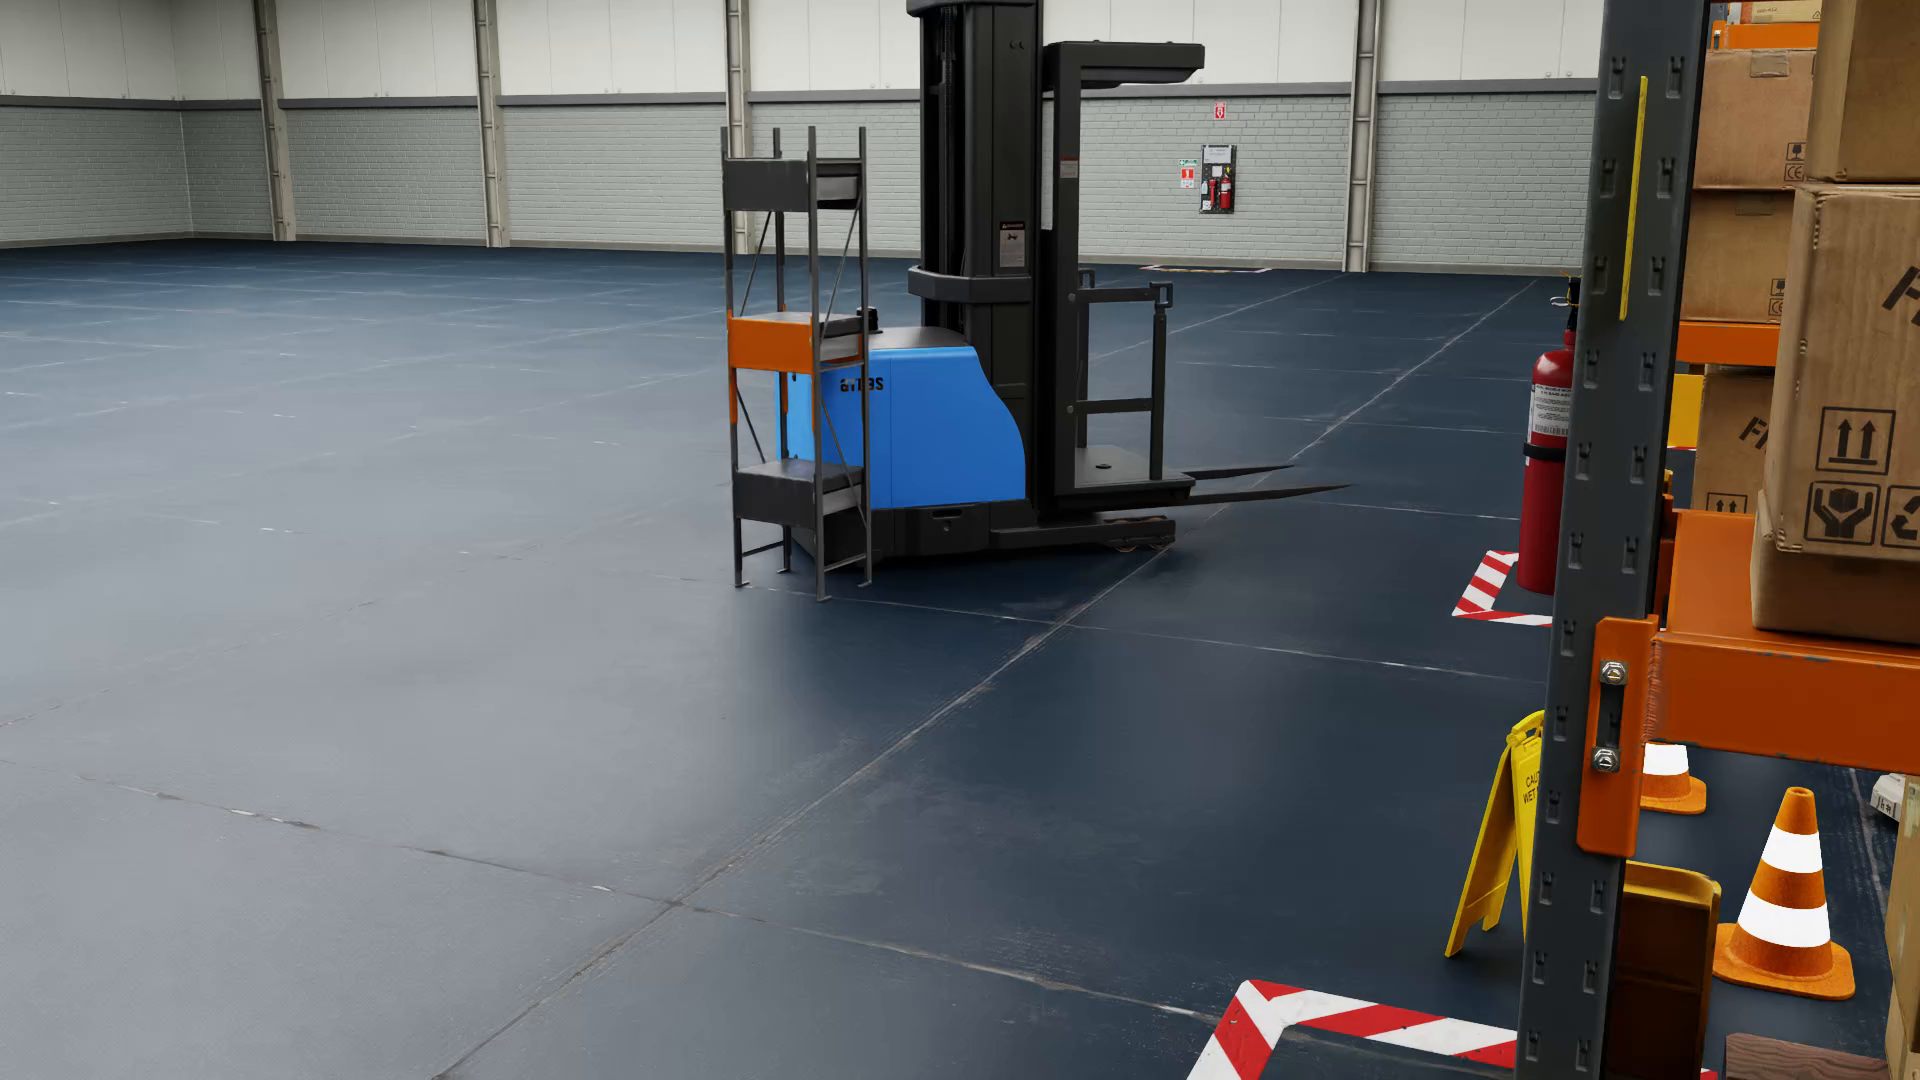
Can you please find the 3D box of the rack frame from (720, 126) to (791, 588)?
[{"bbox_3d":[-0.942,-0.837,7.727,0.015,2.100,0.400,8,16,32],"label":"rack frame"}]

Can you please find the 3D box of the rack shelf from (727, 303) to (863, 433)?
[{"bbox_3d":[-0.737,-0.794,7.601,0.480,0.518,0.431,8,16,32],"label":"rack shelf"}]

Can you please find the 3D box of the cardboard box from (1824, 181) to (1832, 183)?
[{"bbox_3d":[1.758,-0.363,2.865,0.500,0.500,0.500,6,14,22],"label":"cardboard box"}]

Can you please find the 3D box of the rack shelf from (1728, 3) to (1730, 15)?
[{"bbox_3d":[13.012,-7.720,23.536,4.000,0.370,1.077,6,14,23],"label":"rack shelf"}]

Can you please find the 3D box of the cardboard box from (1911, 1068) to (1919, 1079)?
[{"bbox_3d":[1.776,1.104,2.581,0.500,0.250,0.500,6,14,23],"label":"cardboard box"}]

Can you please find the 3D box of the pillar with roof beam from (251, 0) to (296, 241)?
[{"bbox_3d":[-16.999,-10.249,32.734,0.400,9.000,9.100,6,14,23],"label":"pillar with roof beam"}]

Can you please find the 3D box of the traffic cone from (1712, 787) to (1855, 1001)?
[{"bbox_3d":[2.066,0.843,4.148,0.334,0.463,0.336,6,14,23],"label":"traffic cone"}]

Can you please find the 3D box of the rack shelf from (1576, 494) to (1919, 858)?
[{"bbox_3d":[2.979,0.373,2.173,4.000,0.370,1.077,6,14,23],"label":"rack shelf"}]

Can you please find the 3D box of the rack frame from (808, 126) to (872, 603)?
[{"bbox_3d":[-0.532,-0.777,7.469,0.015,2.100,0.400,8,16,32],"label":"rack frame"}]

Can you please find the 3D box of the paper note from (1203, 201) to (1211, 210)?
[{"bbox_3d":[4.310,-5.845,29.028,0.142,0.148,0.016,6,14,23],"label":"paper note"}]

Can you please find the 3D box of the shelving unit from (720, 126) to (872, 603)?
[{"bbox_3d":[-0.737,-0.807,7.598,0.503,2.100,0.431,8,16,32],"label":"shelving unit"}]

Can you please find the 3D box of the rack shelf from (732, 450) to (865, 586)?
[{"bbox_3d":[-0.737,-0.112,7.761,0.480,0.518,0.431,8,16,32],"label":"rack shelf"}]

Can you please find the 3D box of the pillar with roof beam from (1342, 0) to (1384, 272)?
[{"bbox_3d":[4.944,-8.028,23.270,0.400,9.000,9.100,6,14,23],"label":"pillar with roof beam"}]

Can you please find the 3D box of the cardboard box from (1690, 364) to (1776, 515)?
[{"bbox_3d":[3.710,-0.326,7.312,0.875,0.875,0.875,6,14,24],"label":"cardboard box"}]

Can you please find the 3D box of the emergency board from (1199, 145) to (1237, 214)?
[{"bbox_3d":[4.444,-6.243,28.796,0.643,1.169,0.194,6,14,23],"label":"emergency board"}]

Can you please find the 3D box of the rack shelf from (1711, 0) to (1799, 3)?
[{"bbox_3d":[4.892,-2.130,6.276,4.000,0.370,1.077,6,14,23],"label":"rack shelf"}]

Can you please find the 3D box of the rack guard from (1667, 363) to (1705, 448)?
[{"bbox_3d":[5.234,-1.008,11.956,0.348,0.500,1.175,6,14,23],"label":"rack guard"}]

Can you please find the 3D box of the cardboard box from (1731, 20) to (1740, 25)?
[{"bbox_3d":[11.437,-7.255,24.089,0.500,0.500,0.500,5,14,19],"label":"cardboard box"}]

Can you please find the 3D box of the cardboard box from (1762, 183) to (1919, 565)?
[{"bbox_3d":[1.471,-0.254,2.401,0.500,0.500,0.500,6,14,22],"label":"cardboard box"}]

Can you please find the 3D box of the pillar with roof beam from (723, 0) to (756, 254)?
[{"bbox_3d":[-6.027,-9.139,28.002,0.400,9.000,9.100,6,14,23],"label":"pillar with roof beam"}]

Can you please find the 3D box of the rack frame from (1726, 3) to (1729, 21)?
[{"bbox_3d":[9.180,-7.221,19.832,0.127,3.000,1.000,6,14,23],"label":"rack frame"}]

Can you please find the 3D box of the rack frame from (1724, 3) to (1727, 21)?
[{"bbox_3d":[7.171,-6.187,15.424,0.127,3.000,1.000,6,14,23],"label":"rack frame"}]

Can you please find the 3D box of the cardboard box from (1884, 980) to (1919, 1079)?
[{"bbox_3d":[2.021,0.993,3.057,0.500,0.250,0.500,6,14,23],"label":"cardboard box"}]

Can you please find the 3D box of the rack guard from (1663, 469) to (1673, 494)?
[{"bbox_3d":[3.041,0.009,7.621,0.348,0.500,1.175,6,14,23],"label":"rack guard"}]

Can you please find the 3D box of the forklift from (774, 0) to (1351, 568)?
[{"bbox_3d":[0.591,-1.472,8.613,3.031,2.935,1.130,-4,14,-18],"label":"forklift"}]

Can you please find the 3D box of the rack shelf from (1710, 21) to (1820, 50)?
[{"bbox_3d":[6.993,-3.157,10.652,4.000,0.370,1.077,6,14,23],"label":"rack shelf"}]

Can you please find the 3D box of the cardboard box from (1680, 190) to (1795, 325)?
[{"bbox_3d":[3.421,-1.254,7.202,0.550,0.550,0.875,6,14,23],"label":"cardboard box"}]

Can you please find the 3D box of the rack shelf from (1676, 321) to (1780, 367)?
[{"bbox_3d":[4.892,-0.670,6.619,4.000,0.370,1.077,6,14,23],"label":"rack shelf"}]

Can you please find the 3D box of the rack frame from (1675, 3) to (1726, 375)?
[{"bbox_3d":[5.165,-2.232,11.701,0.127,3.000,1.000,6,14,23],"label":"rack frame"}]

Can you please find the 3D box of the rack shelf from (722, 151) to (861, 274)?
[{"bbox_3d":[-0.737,-1.475,7.441,0.480,0.518,0.431,8,16,32],"label":"rack shelf"}]

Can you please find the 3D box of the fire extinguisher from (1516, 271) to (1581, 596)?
[{"bbox_3d":[1.233,-0.231,3.344,0.183,0.674,0.296,6,14,23],"label":"fire extinguisher"}]

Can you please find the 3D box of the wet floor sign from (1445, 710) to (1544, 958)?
[{"bbox_3d":[1.410,0.743,4.176,0.232,0.644,0.267,12,18,42],"label":"wet floor sign"}]

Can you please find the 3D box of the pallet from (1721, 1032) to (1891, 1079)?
[{"bbox_3d":[1.949,1.285,2.816,1.213,0.211,1.003,6,14,23],"label":"pallet"}]

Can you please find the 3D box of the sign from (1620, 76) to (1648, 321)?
[{"bbox_3d":[0.931,-0.470,2.298,0.005,0.325,0.100,6,14,23],"label":"sign"}]

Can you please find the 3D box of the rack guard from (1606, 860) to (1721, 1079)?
[{"bbox_3d":[1.220,1.062,3.135,0.348,0.500,1.175,6,14,23],"label":"rack guard"}]

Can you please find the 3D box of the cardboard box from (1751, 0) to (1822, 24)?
[{"bbox_3d":[5.500,-3.521,10.955,0.500,0.250,0.500,6,15,25],"label":"cardboard box"}]

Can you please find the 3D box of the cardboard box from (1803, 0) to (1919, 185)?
[{"bbox_3d":[1.706,-0.841,2.713,0.500,0.500,0.700,5,14,22],"label":"cardboard box"}]

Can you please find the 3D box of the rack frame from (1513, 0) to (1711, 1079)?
[{"bbox_3d":[1.151,-0.162,2.880,0.127,3.000,1.000,6,14,23],"label":"rack frame"}]

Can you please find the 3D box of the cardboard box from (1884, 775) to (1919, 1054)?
[{"bbox_3d":[1.989,0.627,2.976,0.500,0.500,0.500,6,14,24],"label":"cardboard box"}]

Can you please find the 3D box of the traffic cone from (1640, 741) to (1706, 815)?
[{"bbox_3d":[2.205,0.580,5.270,0.334,0.463,0.336,6,14,23],"label":"traffic cone"}]

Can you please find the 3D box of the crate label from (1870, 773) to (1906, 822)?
[{"bbox_3d":[2.949,0.798,5.053,0.298,0.136,0.250,-1,13,-6],"label":"crate label"}]

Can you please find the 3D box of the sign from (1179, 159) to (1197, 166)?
[{"bbox_3d":[3.981,-6.589,29.032,0.331,0.109,0.001,6,14,23],"label":"sign"}]

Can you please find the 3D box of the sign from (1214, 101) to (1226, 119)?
[{"bbox_3d":[4.477,-7.394,28.623,0.199,0.298,0.001,6,14,23],"label":"sign"}]

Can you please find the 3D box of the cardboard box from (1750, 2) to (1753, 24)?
[{"bbox_3d":[5.708,-3.628,11.411,0.500,0.250,0.500,6,15,25],"label":"cardboard box"}]

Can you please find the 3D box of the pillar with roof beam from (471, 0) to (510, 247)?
[{"bbox_3d":[-11.513,-9.694,30.368,0.400,9.000,9.100,6,14,23],"label":"pillar with roof beam"}]

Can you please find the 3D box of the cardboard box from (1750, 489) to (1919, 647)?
[{"bbox_3d":[1.377,0.035,2.590,0.250,0.149,0.380,6,14,23],"label":"cardboard box"}]

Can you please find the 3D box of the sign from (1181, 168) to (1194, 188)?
[{"bbox_3d":[3.980,-6.334,29.102,0.234,0.329,0.001,6,14,23],"label":"sign"}]

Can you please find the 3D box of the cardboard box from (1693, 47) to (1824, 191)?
[{"bbox_3d":[3.387,-1.762,7.004,0.550,0.550,0.875,6,14,23],"label":"cardboard box"}]

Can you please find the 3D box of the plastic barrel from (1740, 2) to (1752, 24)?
[{"bbox_3d":[7.666,-5.122,15.591,0.708,0.830,0.600,6,14,23],"label":"plastic barrel"}]
